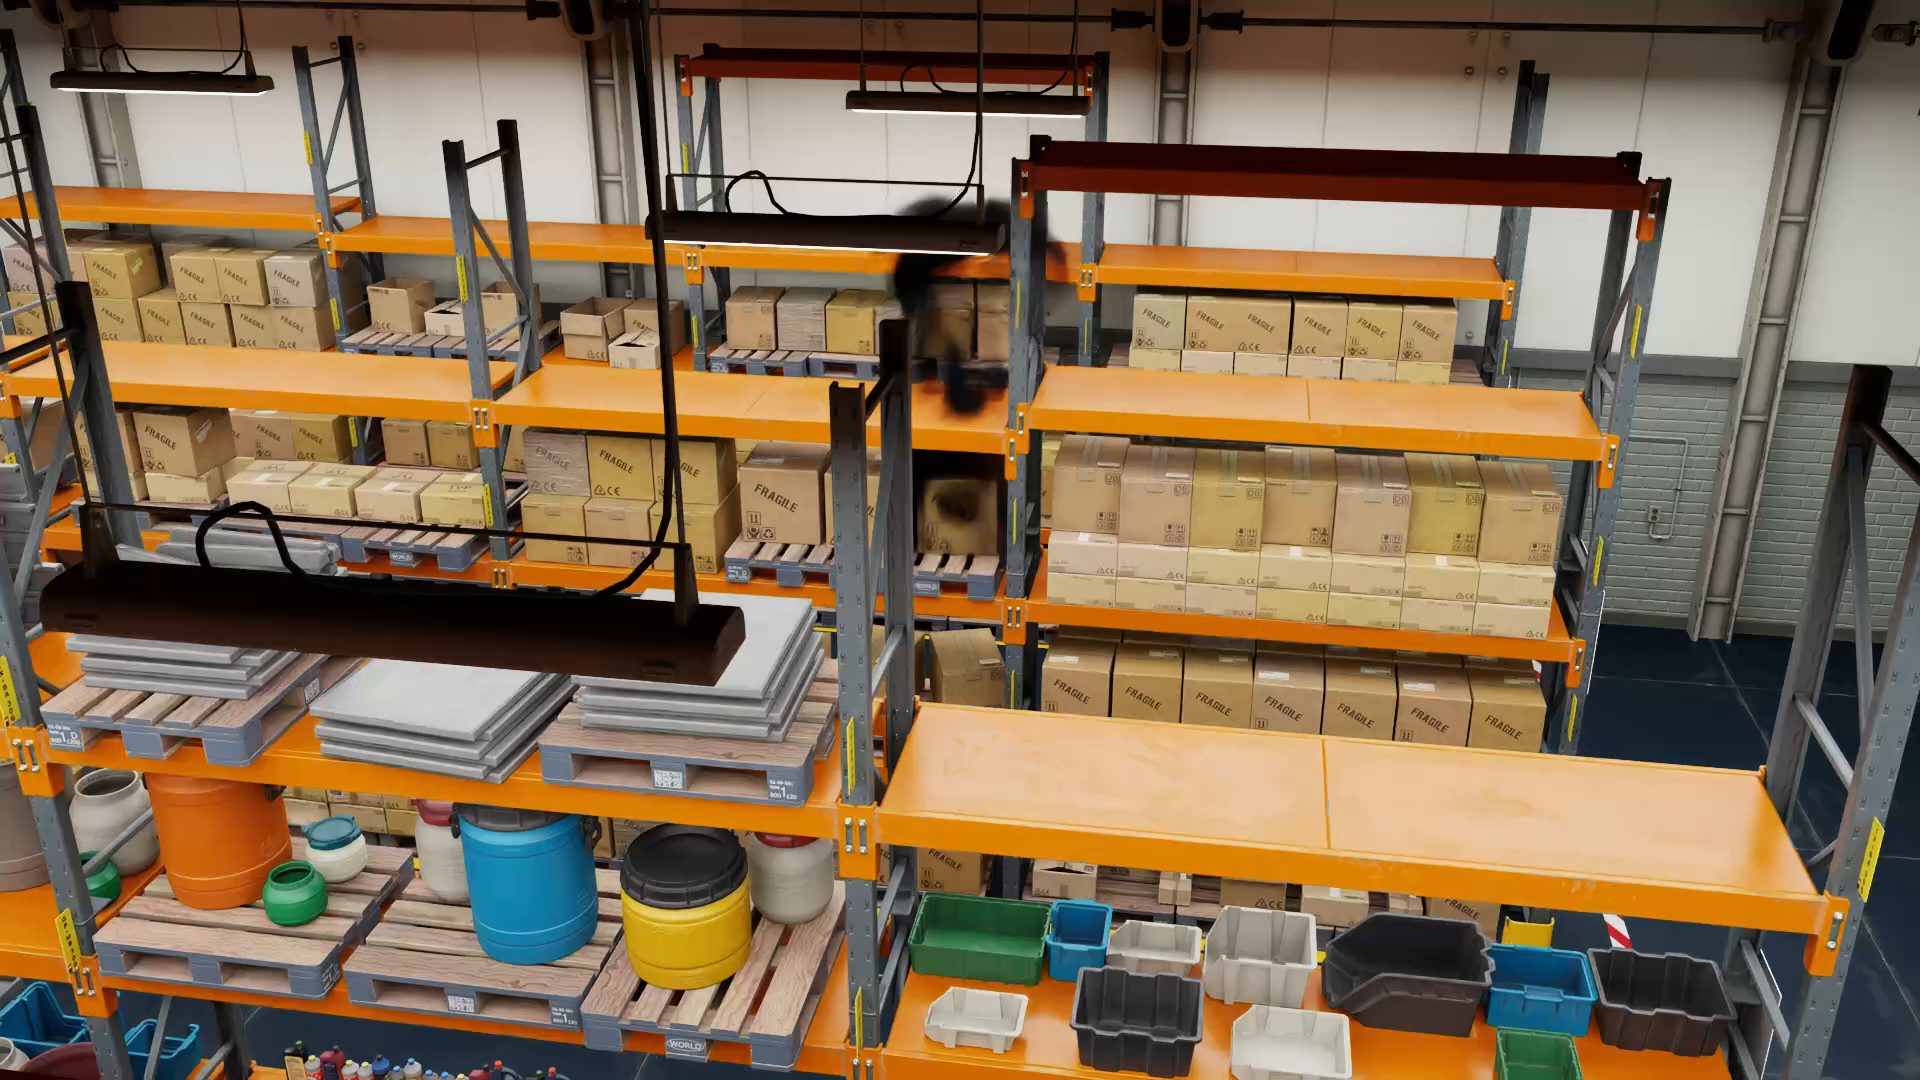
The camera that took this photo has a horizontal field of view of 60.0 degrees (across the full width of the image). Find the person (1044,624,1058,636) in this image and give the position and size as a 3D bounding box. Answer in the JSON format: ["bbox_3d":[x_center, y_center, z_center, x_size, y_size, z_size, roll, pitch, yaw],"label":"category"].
[{"bbox_3d":[1.185,1.172,15.263,0.950,1.781,0.688,0,23,-1],"label":"person"}]
